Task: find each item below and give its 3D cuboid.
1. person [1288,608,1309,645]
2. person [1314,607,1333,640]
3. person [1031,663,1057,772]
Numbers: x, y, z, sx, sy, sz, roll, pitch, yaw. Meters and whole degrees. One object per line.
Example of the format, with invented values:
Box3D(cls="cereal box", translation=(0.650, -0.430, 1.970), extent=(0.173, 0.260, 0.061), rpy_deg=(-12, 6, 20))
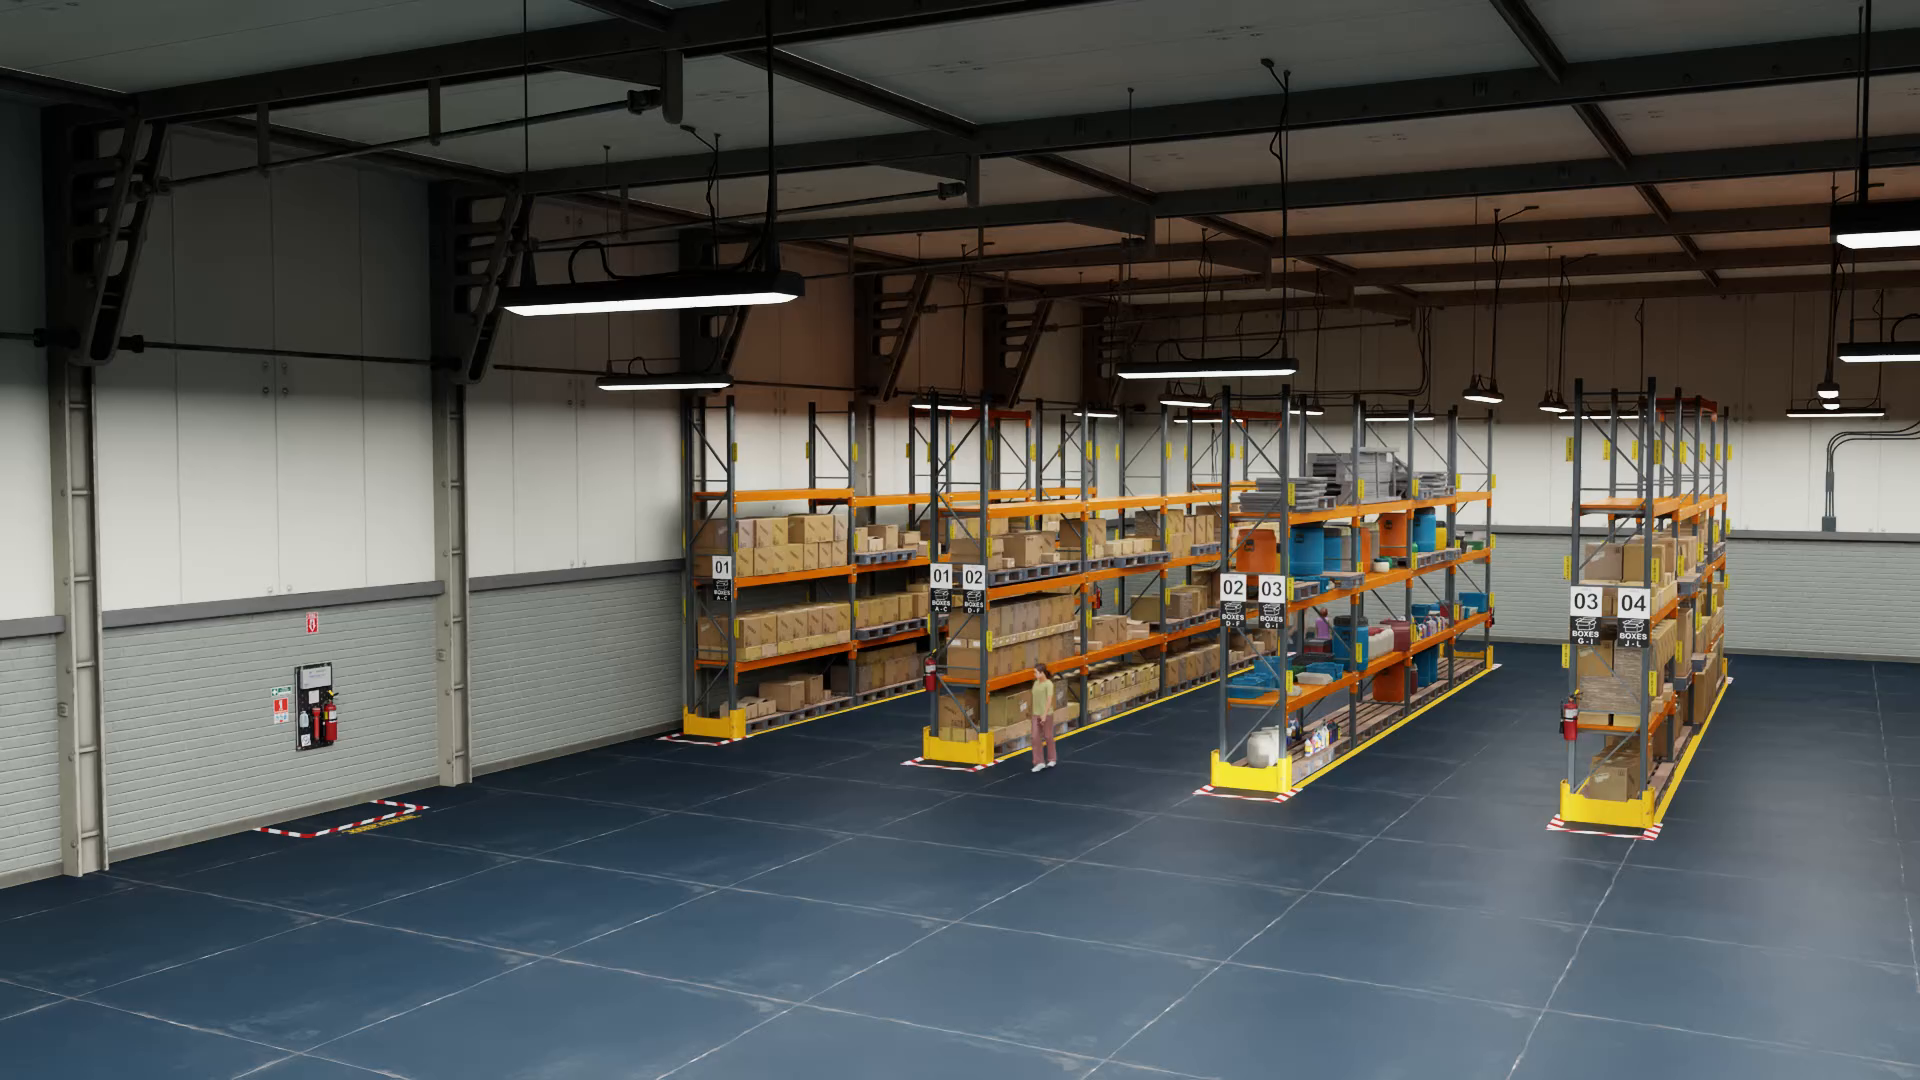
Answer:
Box3D(cls="person", translation=(8.764, 1.885, 43.031), extent=(0.635, 1.704, 0.590), rpy_deg=(-3, 4, -40))
Box3D(cls="person", translation=(7.967, 2.277, 36.482), extent=(0.453, 1.596, 0.420), rpy_deg=(2, 4, 35))
Box3D(cls="person", translation=(1.302, 2.804, 26.316), extent=(0.469, 1.714, 0.635), rpy_deg=(3, 4, 42))
